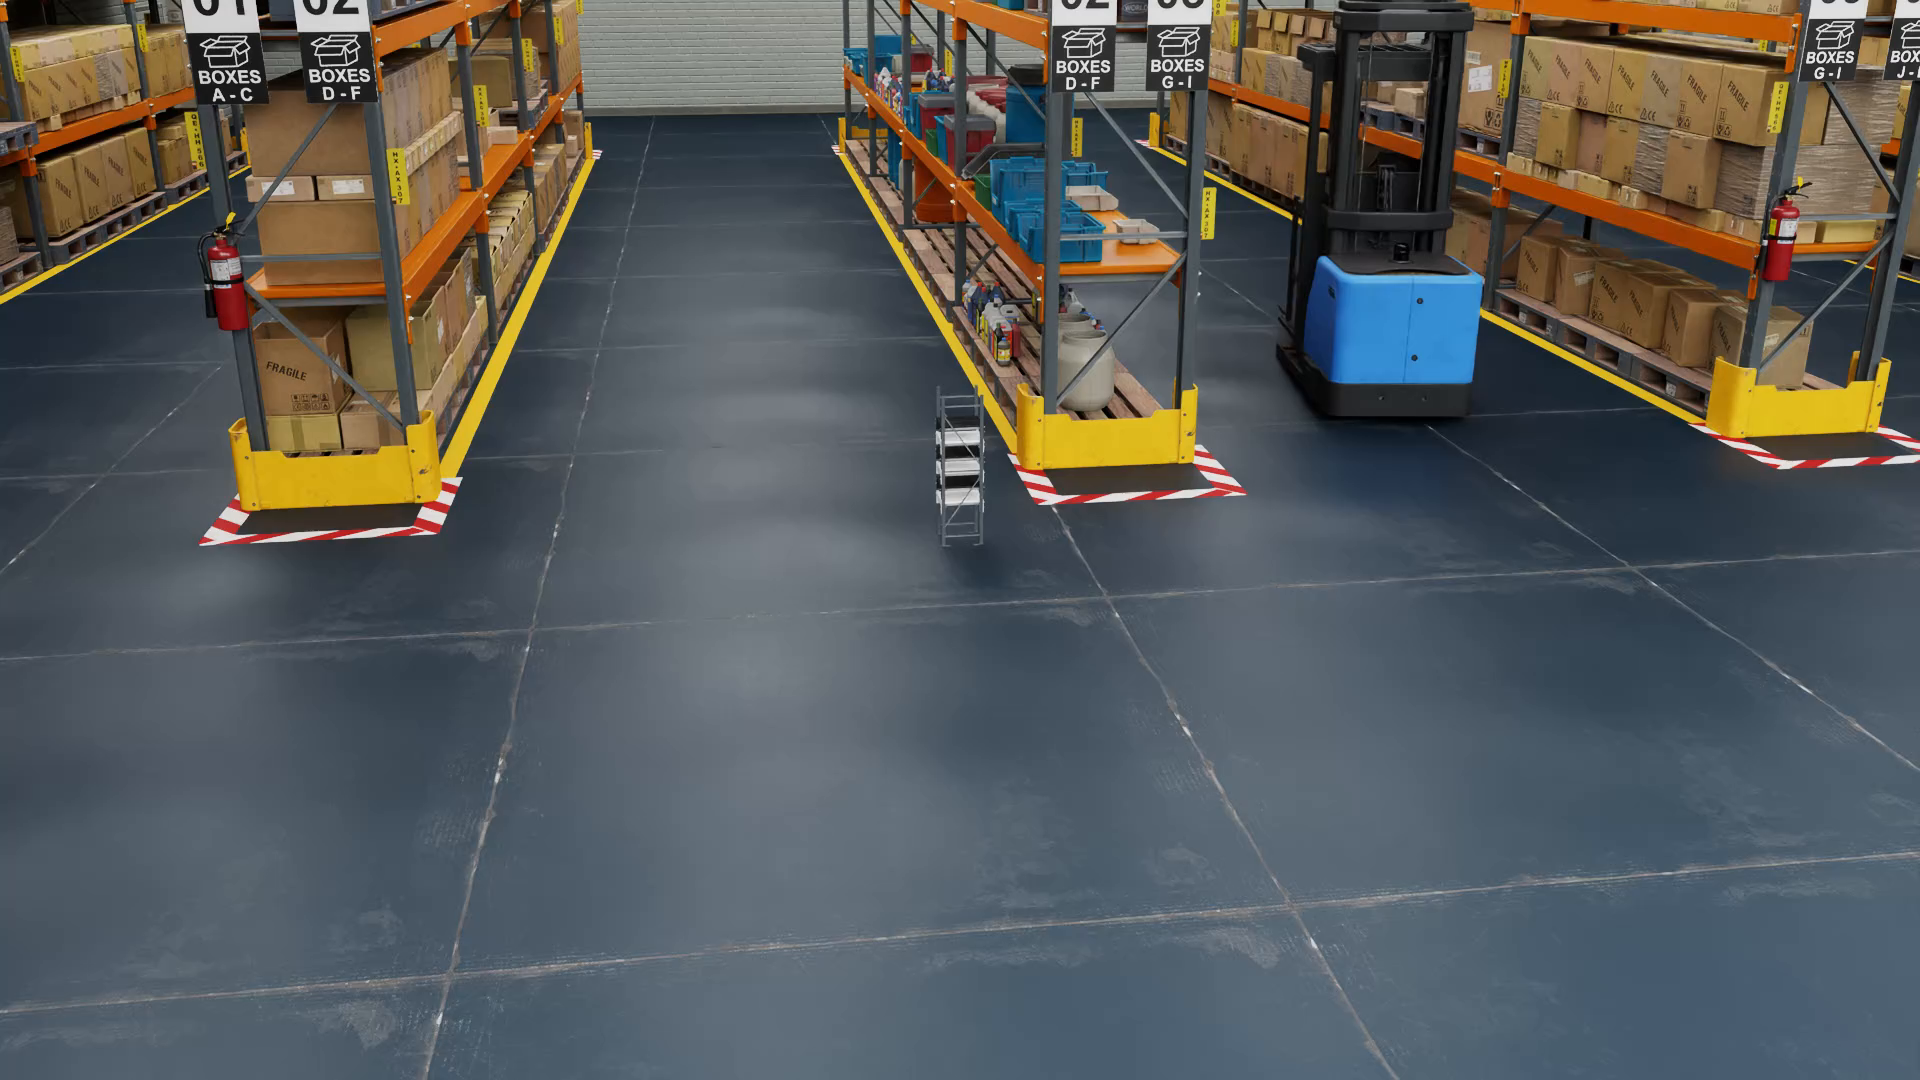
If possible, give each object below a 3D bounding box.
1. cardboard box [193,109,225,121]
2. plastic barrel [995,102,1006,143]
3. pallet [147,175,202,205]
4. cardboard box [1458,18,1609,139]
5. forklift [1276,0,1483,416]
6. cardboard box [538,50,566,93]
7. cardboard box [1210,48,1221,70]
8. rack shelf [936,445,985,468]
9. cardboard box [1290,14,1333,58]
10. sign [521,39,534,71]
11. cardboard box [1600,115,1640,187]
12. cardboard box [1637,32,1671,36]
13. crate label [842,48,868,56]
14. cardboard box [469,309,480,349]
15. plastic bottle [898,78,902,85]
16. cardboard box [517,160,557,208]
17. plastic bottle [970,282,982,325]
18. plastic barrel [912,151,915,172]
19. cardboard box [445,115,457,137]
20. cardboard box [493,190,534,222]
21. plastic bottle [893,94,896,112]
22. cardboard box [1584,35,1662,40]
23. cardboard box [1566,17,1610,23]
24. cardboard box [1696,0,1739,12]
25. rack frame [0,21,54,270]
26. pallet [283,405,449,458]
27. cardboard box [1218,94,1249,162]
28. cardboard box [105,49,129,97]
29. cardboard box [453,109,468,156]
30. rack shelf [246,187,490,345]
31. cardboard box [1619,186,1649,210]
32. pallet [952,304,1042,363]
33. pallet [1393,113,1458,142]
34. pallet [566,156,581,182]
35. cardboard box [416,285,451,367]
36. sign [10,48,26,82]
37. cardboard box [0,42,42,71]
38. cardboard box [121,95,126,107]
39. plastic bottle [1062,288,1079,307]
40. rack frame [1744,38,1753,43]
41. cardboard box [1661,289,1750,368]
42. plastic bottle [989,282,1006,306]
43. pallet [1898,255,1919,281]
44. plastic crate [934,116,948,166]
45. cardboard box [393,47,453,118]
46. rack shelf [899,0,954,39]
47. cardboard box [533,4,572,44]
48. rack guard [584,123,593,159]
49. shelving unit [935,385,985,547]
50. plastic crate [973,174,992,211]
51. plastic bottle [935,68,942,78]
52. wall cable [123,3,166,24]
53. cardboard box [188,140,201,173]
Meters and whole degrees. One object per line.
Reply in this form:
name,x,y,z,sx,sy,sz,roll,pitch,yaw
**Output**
cardboard box,-10.679,-6.024,23.604,0.380,0.149,0.250,-3,21,-8
plastic barrel,0.535,-3.718,15.190,0.433,0.535,0.433,0,20,0
pallet,-10.533,-4.543,21.578,1.003,0.211,1.213,-3,21,-8
cardboard box,5.381,-4.322,15.543,1.000,1.000,1.000,-3,21,-7
forklift,3.148,-2.717,12.801,1.130,2.935,3.031,0,20,0
cardboard box,-5.403,-6.070,21.539,0.500,0.500,0.500,-2,21,-6
cardboard box,3.804,-6.719,23.209,0.500,0.250,0.500,-2,21,-6
rack shelf,-0.001,-0.477,9.546,0.258,0.077,0.200,-3,21,-8
cardboard box,4.497,-6.175,20.386,0.797,0.503,0.637,-2,21,-6
sign,-4.474,-5.020,17.215,0.100,0.325,0.005,-3,21,-8
cardboard box,5.601,-3.071,13.083,0.875,0.500,0.500,-3,21,-8
cardboard box,9.378,-6.776,22.478,0.380,0.149,0.250,-2,21,-5
crate label,-1.564,-7.314,25.166,0.416,0.233,0.303,-3,21,-8
cardboard box,-4.101,-1.649,13.174,0.500,0.250,0.500,-3,21,-8
plastic bottle,-0.724,-5.531,20.416,0.152,0.276,0.135,-3,21,-8
cardboard box,-5.034,-4.191,19.594,0.500,0.500,0.500,-4,21,-10
plastic bottle,0.162,-1.977,13.879,0.144,0.351,0.185,-2,21,-6
plastic barrel,-0.371,-4.324,19.851,0.600,0.588,0.708,-3,21,-8
cardboard box,-4.161,-3.245,13.048,0.380,0.149,0.250,-3,21,-9
cardboard box,-4.704,-3.451,17.197,0.500,0.311,0.500,-2,21,-6
plastic bottle,-0.731,-5.079,19.312,0.097,0.201,0.097,0,20,0
cardboard box,5.694,-4.075,14.341,0.500,0.500,0.500,-3,21,-8
cardboard box,8.791,-7.351,23.113,0.500,0.500,0.500,-4,21,-10
cardboard box,5.538,-3.839,11.634,0.500,0.250,0.500,-3,21,-7
rack frame,-9.924,-4.197,16.667,1.000,3.000,0.127,-3,21,-8
pallet,-4.021,-0.635,11.114,1.003,0.211,1.213,-3,21,-8
cardboard box,4.188,-5.766,23.303,0.875,0.875,0.875,-3,21,-8
cardboard box,-10.102,-5.455,19.437,0.500,0.500,0.500,-3,21,-7
cardboard box,-4.617,-3.559,14.816,0.500,0.500,0.500,-1,21,-4
rack shelf,-4.158,-2.034,11.903,1.077,0.370,4.000,-3,21,-8
cardboard box,5.368,-2.662,12.914,0.380,0.149,0.250,-3,21,-8
pallet,0.511,-1.771,14.157,1.003,0.211,1.213,-3,21,-8
pallet,5.106,-4.174,16.878,1.003,0.211,1.213,-3,21,-8
pallet,-5.877,-5.188,23.306,1.003,0.211,1.213,-3,21,-8
cardboard box,-3.886,-1.481,11.652,0.500,0.500,0.500,-3,21,-8
sign,-9.389,-4.733,16.560,0.100,0.325,0.005,-3,21,-8
cardboard box,-9.739,-4.924,16.945,0.500,0.250,0.500,-2,21,-6
cardboard box,-10.120,-5.193,19.663,0.380,0.149,0.250,-2,21,-6
plastic bottle,0.908,-1.891,13.648,0.144,0.351,0.185,-3,21,-8
rack frame,13.434,-8.216,27.428,1.000,3.000,0.127,-3,21,-8
cardboard box,5.740,-1.625,12.752,0.500,0.500,0.500,2,21,6
plastic bottle,0.304,-1.984,13.898,0.144,0.351,0.185,-3,21,-8
pallet,10.094,-2.734,16.735,1.003,0.211,1.213,-3,21,-8
plastic crate,-0.011,-3.671,15.280,0.392,0.384,0.575,-3,21,-8
cardboard box,-4.376,-3.565,12.976,0.700,0.500,0.500,-3,21,-7
rack shelf,0.168,-5.073,15.752,1.077,0.370,4.000,-3,21,-8
cardboard box,-5.613,-7.061,22.763,0.500,0.500,0.500,-2,21,-6
rack guard,-6.165,-6.021,25.122,1.175,0.500,0.348,-3,21,-8
shelving unit,-0.001,-0.424,9.566,0.258,0.900,0.210,-3,21,-8
plastic crate,0.372,-2.729,13.037,0.450,0.188,0.662,-3,21,-8
plastic bottle,-0.241,-5.757,20.914,0.144,0.351,0.185,-3,21,-8
wall cable,-12.198,-7.839,24.965,0.084,1.984,1.851,-3,21,-8
cardboard box,-10.648,-5.224,22.388,0.700,0.500,0.500,-2,21,-6
